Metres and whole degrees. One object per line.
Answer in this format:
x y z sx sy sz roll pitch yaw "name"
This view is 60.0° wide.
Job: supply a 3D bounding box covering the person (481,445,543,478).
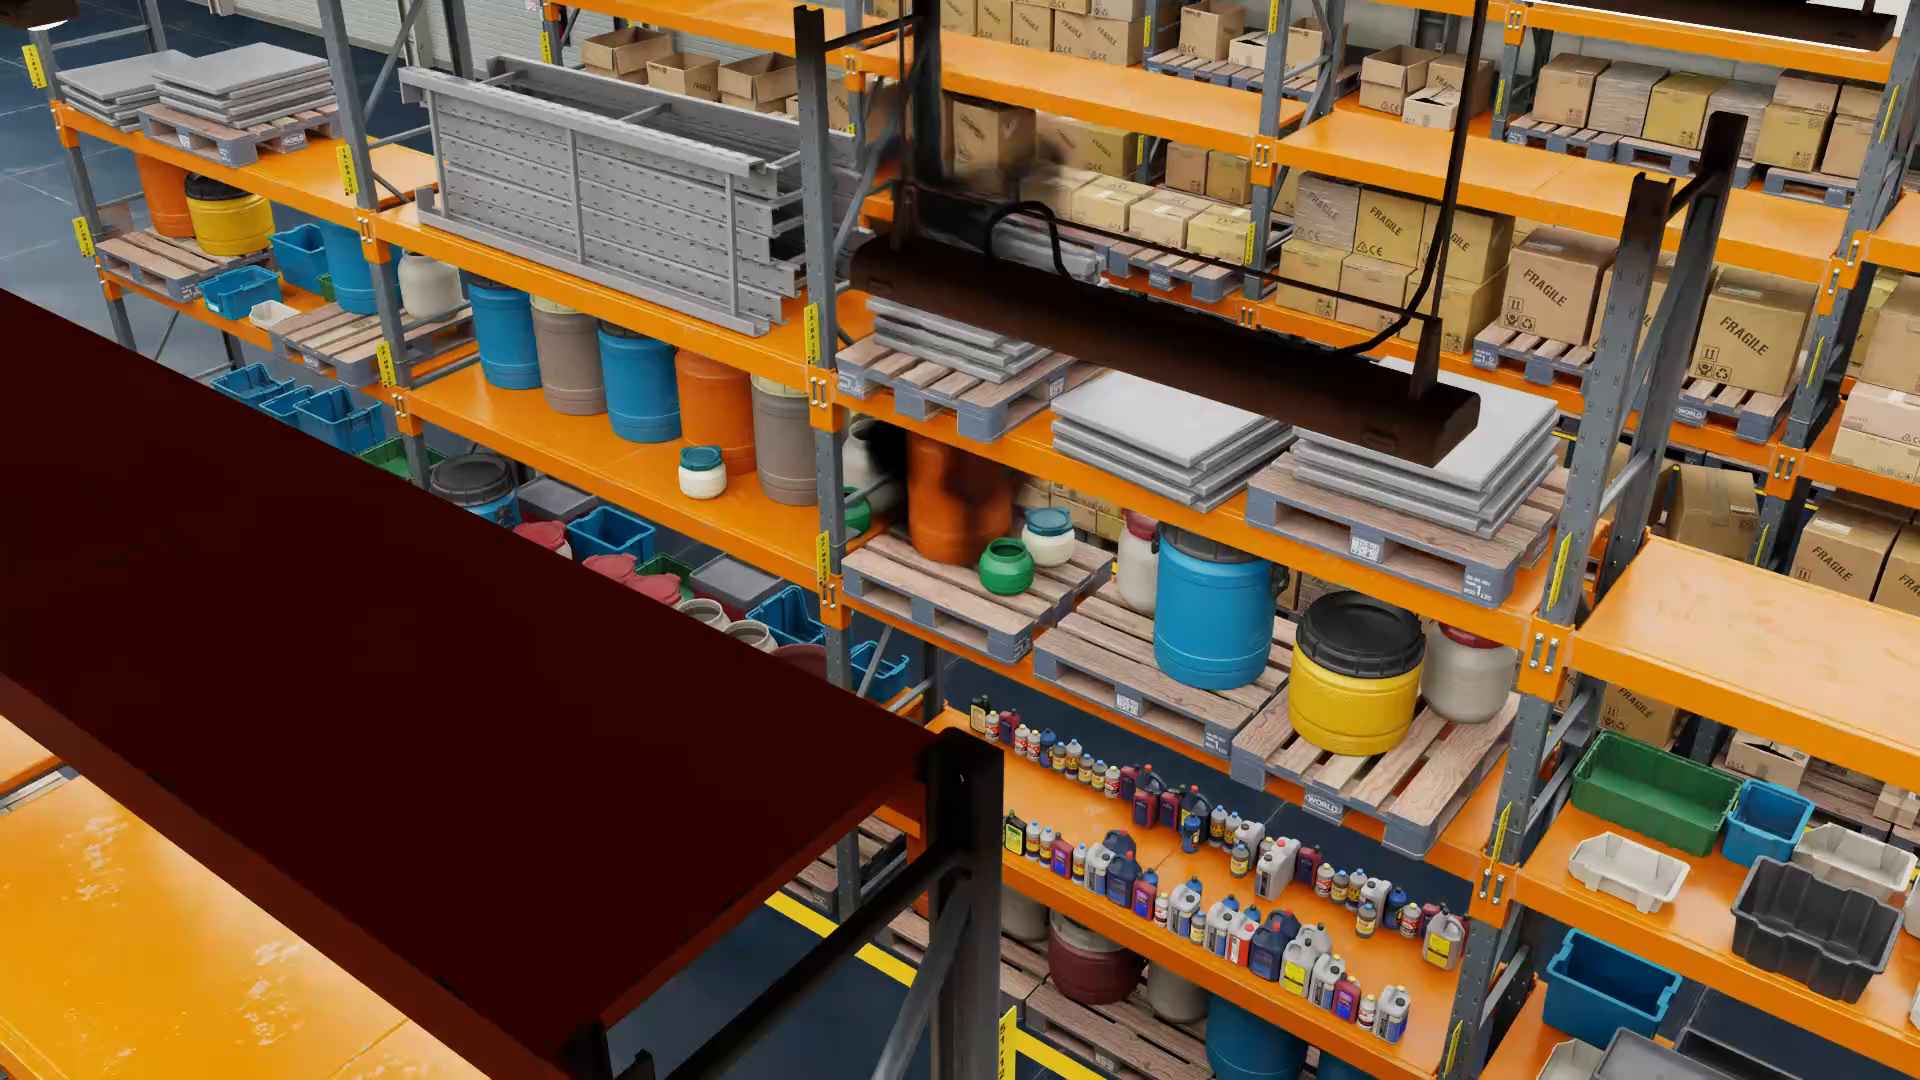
-4.089 -0.904 15.122 0.992 1.693 0.678 19 36 27 "person"
